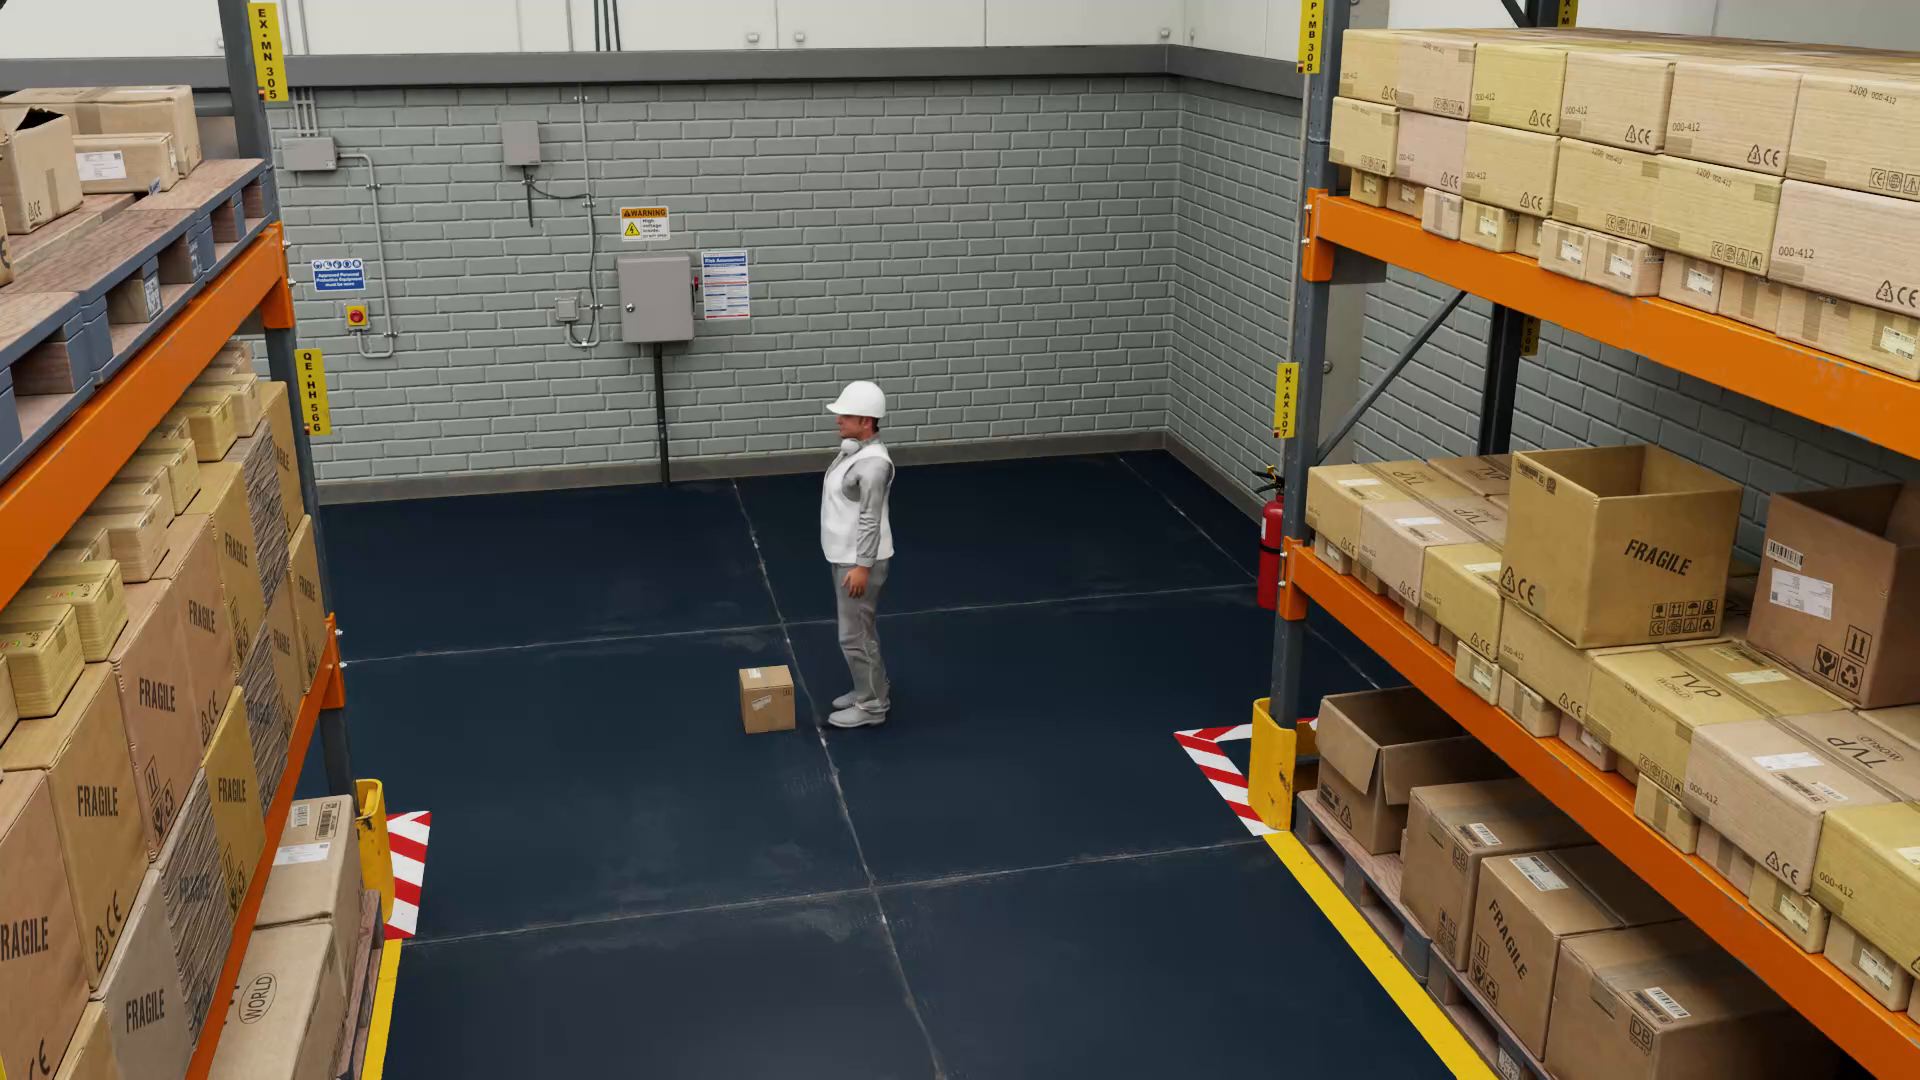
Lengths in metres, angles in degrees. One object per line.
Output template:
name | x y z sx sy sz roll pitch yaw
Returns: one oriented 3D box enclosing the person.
person | -0.517 0.081 8.339 0.366 1.789 0.532 -4 20 -11
